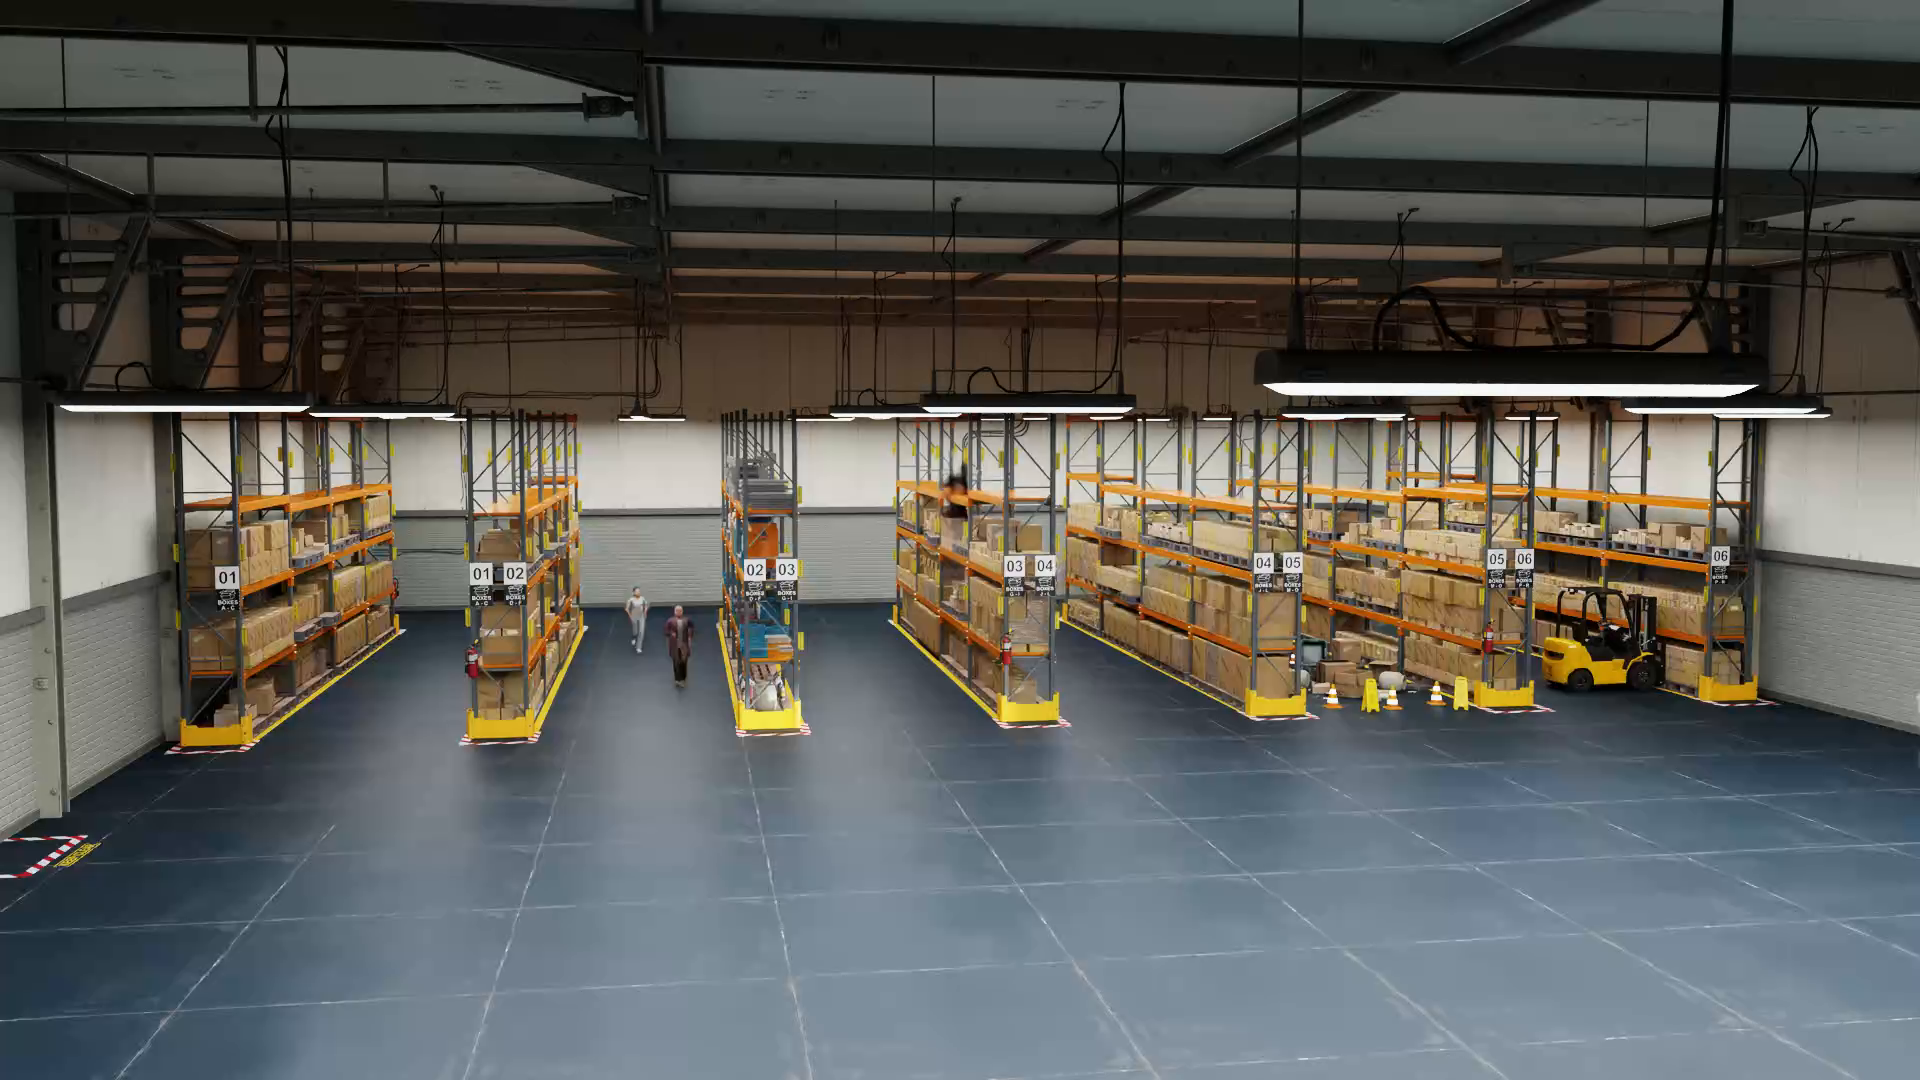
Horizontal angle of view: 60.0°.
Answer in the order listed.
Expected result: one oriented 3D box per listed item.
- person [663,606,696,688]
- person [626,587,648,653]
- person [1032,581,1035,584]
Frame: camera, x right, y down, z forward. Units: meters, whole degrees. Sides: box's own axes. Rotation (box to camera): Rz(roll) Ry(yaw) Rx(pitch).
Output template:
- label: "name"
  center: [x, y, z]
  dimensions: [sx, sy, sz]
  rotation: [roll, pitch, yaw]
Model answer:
- label: "person"
  center: [-6.085, 2.332, 36.142]
  dimensions: [0.702, 1.808, 0.742]
  rotation: [-1, 4, -12]
- label: "person"
  center: [-8.124, 1.995, 41.888]
  dimensions: [0.571, 1.640, 0.714]
  rotation: [-2, 4, -22]
- label: "person"
  center: [2.185, 1.464, 49.068]
  dimensions: [0.845, 1.705, 0.766]
  rotation: [-3, 5, -36]
